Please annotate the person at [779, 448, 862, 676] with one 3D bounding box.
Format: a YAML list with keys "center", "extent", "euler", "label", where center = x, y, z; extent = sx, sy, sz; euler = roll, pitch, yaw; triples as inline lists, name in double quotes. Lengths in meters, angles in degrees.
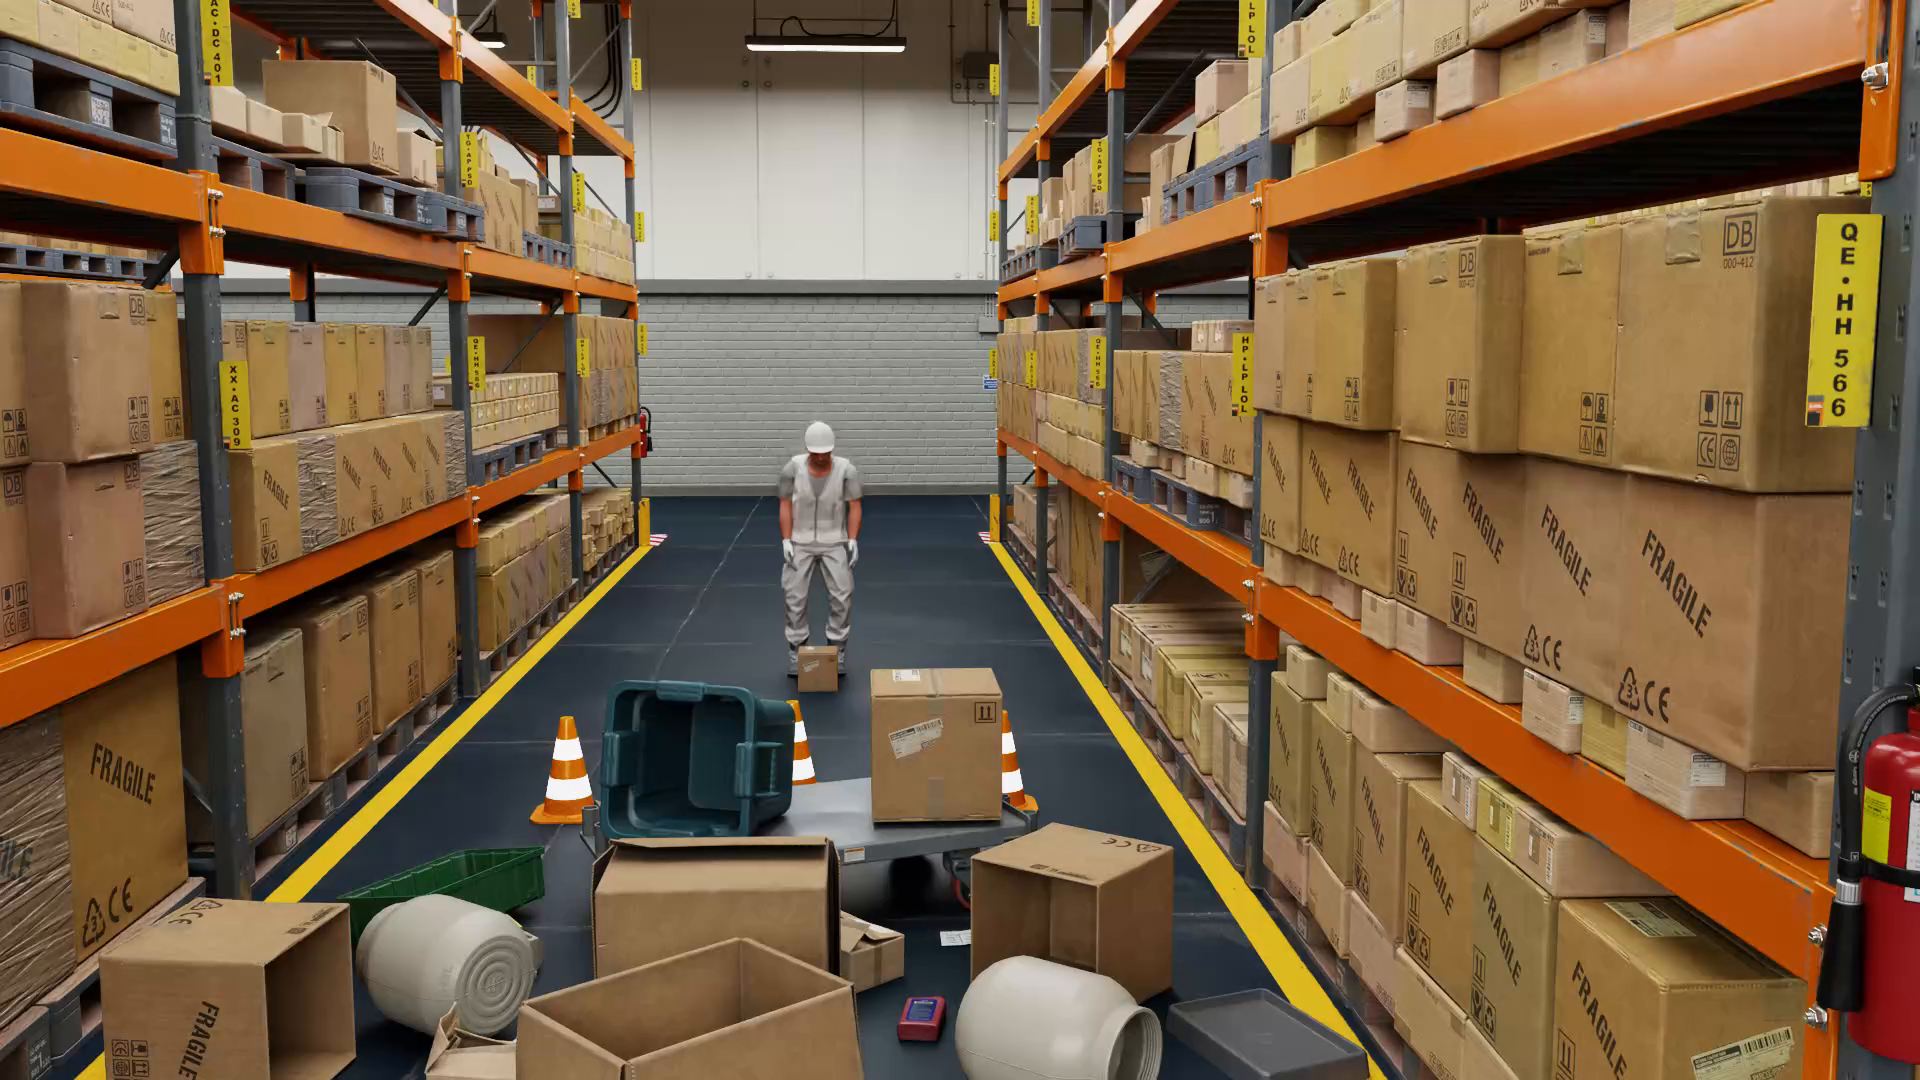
- center: [-12.874, 1.141, 2.077]
  extent: [25.168, 1.658, 17.615]
  euler: [0, 7, -2]
  label: "person"
